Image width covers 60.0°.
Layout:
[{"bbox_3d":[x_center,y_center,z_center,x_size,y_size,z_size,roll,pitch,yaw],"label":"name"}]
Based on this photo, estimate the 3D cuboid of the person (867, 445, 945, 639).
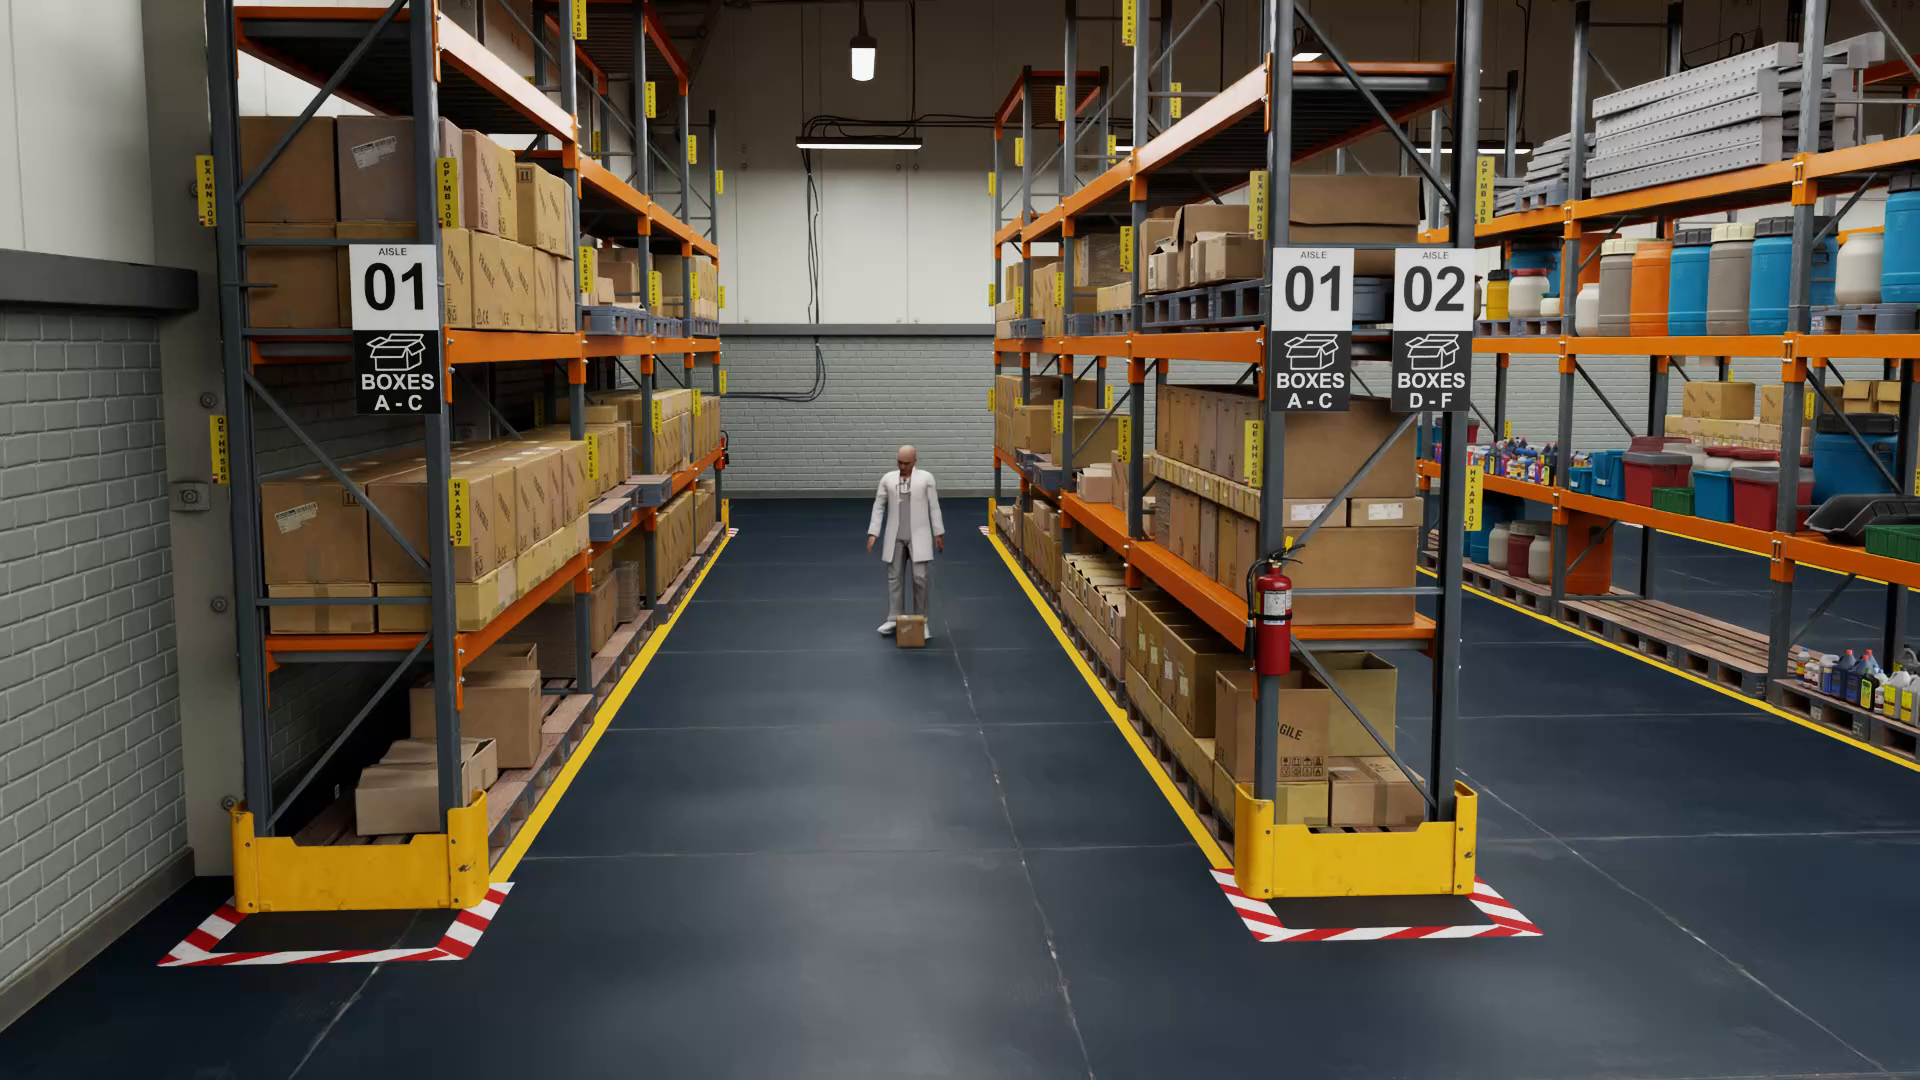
[{"bbox_3d":[-0.522,0.019,15.662,0.710,1.827,0.418,1,7,12],"label":"person"}]
